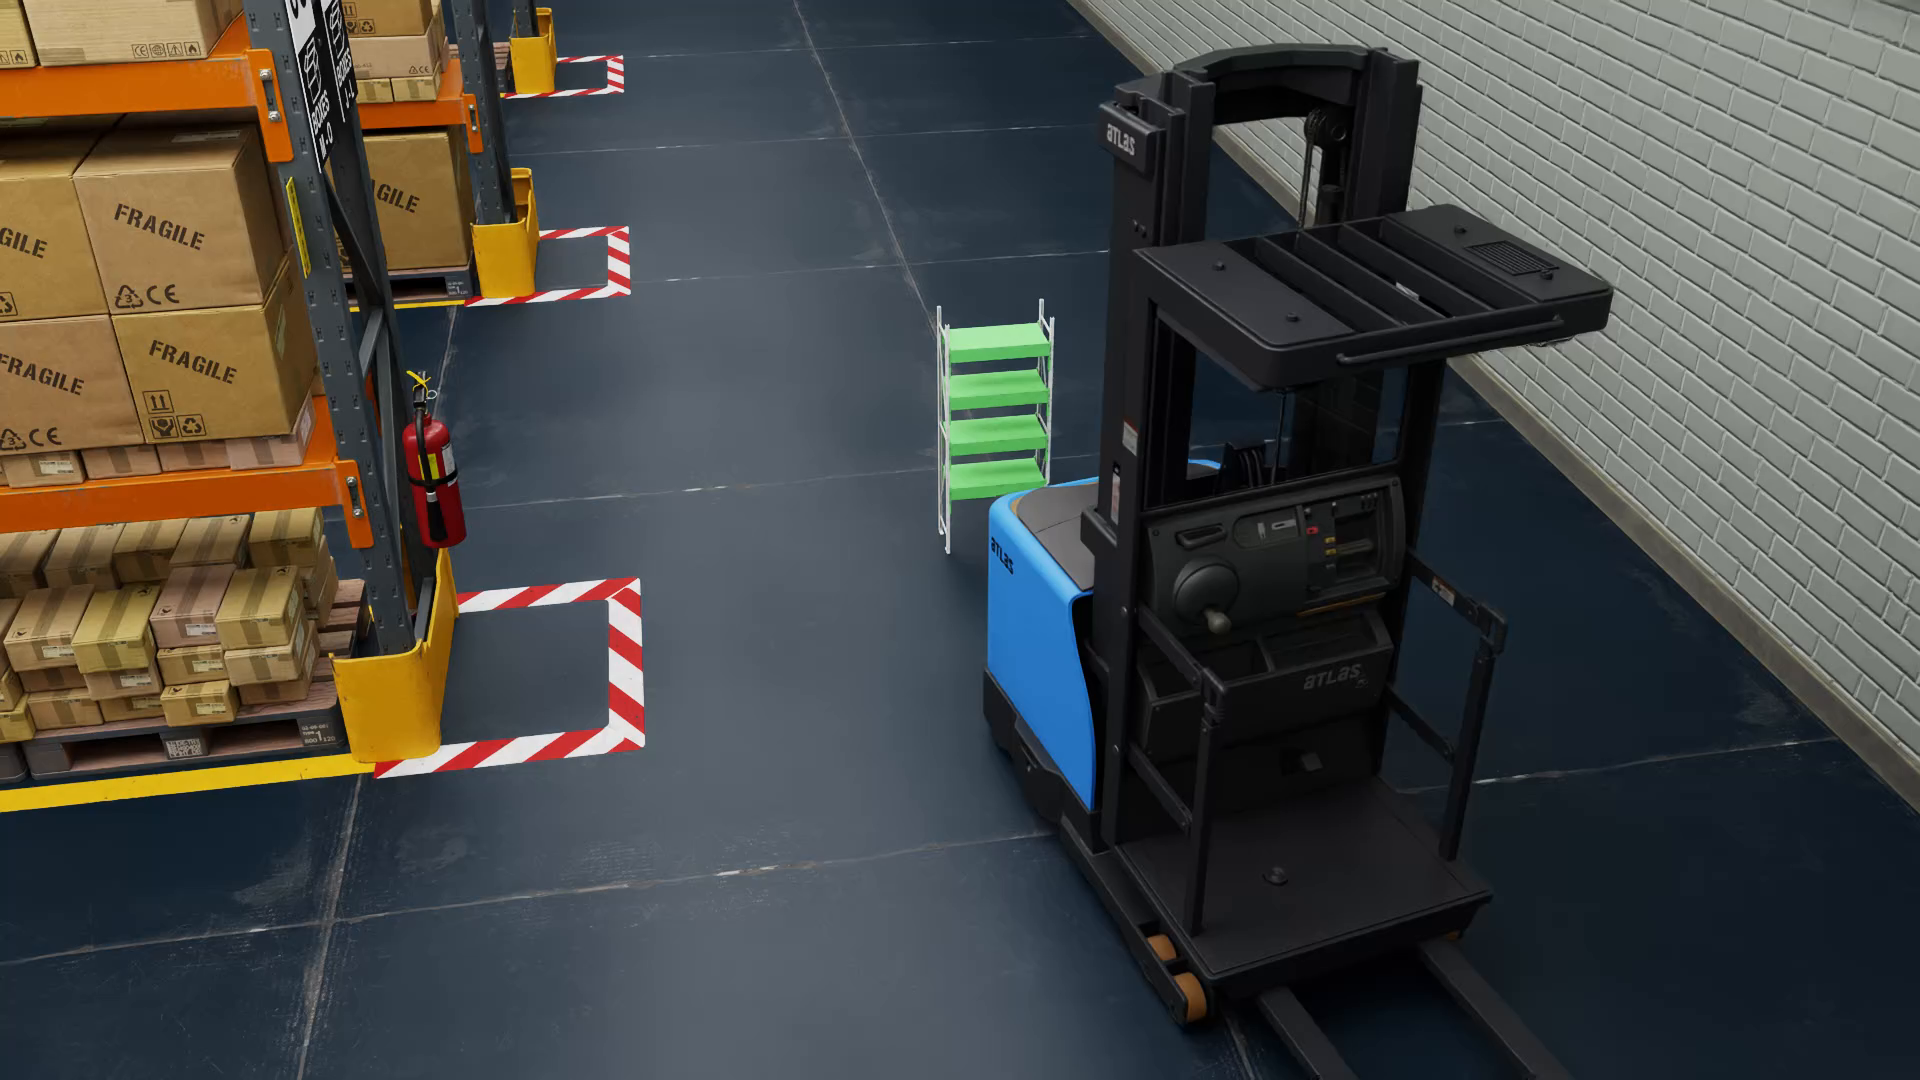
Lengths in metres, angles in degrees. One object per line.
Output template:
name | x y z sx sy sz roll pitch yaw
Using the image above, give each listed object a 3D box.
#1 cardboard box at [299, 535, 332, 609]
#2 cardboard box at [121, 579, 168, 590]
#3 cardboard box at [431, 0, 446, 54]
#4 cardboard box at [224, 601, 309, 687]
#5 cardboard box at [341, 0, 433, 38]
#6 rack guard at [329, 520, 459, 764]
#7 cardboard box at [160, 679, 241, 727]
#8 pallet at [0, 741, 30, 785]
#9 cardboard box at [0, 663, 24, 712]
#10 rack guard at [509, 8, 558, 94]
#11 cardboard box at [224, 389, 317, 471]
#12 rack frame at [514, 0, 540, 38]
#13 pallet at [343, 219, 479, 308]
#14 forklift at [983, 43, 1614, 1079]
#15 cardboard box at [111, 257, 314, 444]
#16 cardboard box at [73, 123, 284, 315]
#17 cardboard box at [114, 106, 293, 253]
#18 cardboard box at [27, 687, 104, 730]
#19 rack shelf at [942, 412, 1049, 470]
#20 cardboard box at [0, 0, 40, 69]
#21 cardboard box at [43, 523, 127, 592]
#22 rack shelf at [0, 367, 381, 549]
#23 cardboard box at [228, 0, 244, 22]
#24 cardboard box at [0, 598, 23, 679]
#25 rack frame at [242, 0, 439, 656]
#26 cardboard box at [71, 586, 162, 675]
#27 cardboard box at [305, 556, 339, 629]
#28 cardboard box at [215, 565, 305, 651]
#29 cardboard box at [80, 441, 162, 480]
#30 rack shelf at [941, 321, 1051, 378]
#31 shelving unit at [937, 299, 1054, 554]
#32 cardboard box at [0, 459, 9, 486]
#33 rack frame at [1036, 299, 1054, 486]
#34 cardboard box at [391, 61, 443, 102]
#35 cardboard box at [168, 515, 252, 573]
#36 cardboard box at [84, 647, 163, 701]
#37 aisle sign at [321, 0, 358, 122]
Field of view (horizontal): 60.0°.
cardboard box | -2.880 0.141 7.156 0.250 0.149 0.380 -4 31 -7
cardboard box | -3.385 0.204 7.048 0.250 0.149 0.380 -5 31 -8
cardboard box | -3.633 -3.335 10.817 0.500 0.250 0.500 -6 31 -10
cardboard box | -2.786 0.412 6.695 0.250 0.149 0.380 -6 31 -10
cardboard box | -3.545 -3.392 10.174 0.500 0.500 0.500 -5 31 -8
rack guard | -2.393 0.386 7.100 0.348 0.500 1.175 -5 31 -9
cardboard box | -3.034 0.575 6.710 0.250 0.149 0.380 -4 31 -7
pallet | -4.396 0.677 6.891 1.213 0.211 1.003 -5 31 -9
cardboard box | -3.804 0.514 6.522 0.250 0.149 0.380 -5 31 -8
rack guard | -3.983 -4.581 15.548 0.348 0.500 1.175 -5 31 -9
cardboard box | -2.588 -0.420 6.252 0.250 0.149 0.380 -5 31 -9
rack frame | -4.005 -5.650 14.900 0.127 3.000 1.000 -5 31 -9
pallet | -3.885 -1.867 11.216 1.213 0.211 1.003 -5 31 -9
forklift | 1.110 0.098 5.192 1.130 2.935 3.031 -11 32 -19
cardboard box | -2.714 -0.700 6.090 0.500 0.500 0.500 -5 31 -8
cardboard box | -2.724 -1.135 5.842 0.500 0.500 0.500 -6 31 -10
cardboard box | -2.808 -1.392 6.280 0.500 0.500 0.500 -5 31 -9
cardboard box | -3.550 0.586 6.693 0.250 0.149 0.380 -5 31 -8
rack shelf | 0.163 -0.477 8.004 0.480 0.148 0.258 -5 31 -9
cardboard box | -3.219 -1.703 5.376 0.500 0.250 0.500 -5 31 -9
cardboard box | -3.645 0.080 6.967 0.250 0.149 0.380 -7 31 -11
rack shelf | -4.286 -0.206 6.350 4.000 0.370 1.077 -5 31 -9
cardboard box | -2.806 -2.013 5.903 0.500 0.250 0.500 -4 31 -7
cardboard box | -3.803 0.393 6.433 0.250 0.149 0.380 -4 31 -7
rack frame | -2.319 -0.699 6.479 0.127 3.000 1.000 -5 31 -9
cardboard box | -3.283 0.349 6.509 0.250 0.149 0.380 -6 31 -10
cardboard box | -2.892 0.238 7.285 0.250 0.149 0.380 -5 31 -8
cardboard box | -2.794 0.268 6.647 0.250 0.149 0.380 -5 31 -8
cardboard box | -3.084 -0.385 6.193 0.250 0.149 0.380 -6 31 -9
rack shelf | 0.163 -0.891 7.761 0.480 0.148 0.258 -5 31 -9
shelving unit | 0.163 -0.532 7.972 0.503 1.200 0.258 -5 31 -9
cardboard box | -3.595 -0.341 6.118 0.250 0.149 0.380 -7 31 -11
rack frame | 0.403 -0.555 8.009 0.015 1.200 0.240 -5 31 -9
cardboard box | -3.404 -2.876 10.429 0.250 0.149 0.380 -5 31 -8
cardboard box | -3.145 0.057 7.006 0.250 0.149 0.380 -5 31 -8
cardboard box | -3.297 0.460 6.613 0.250 0.149 0.380 -7 31 -11
aisle sign | -2.301 -1.975 6.085 0.004 0.787 0.394 -5 31 -9
